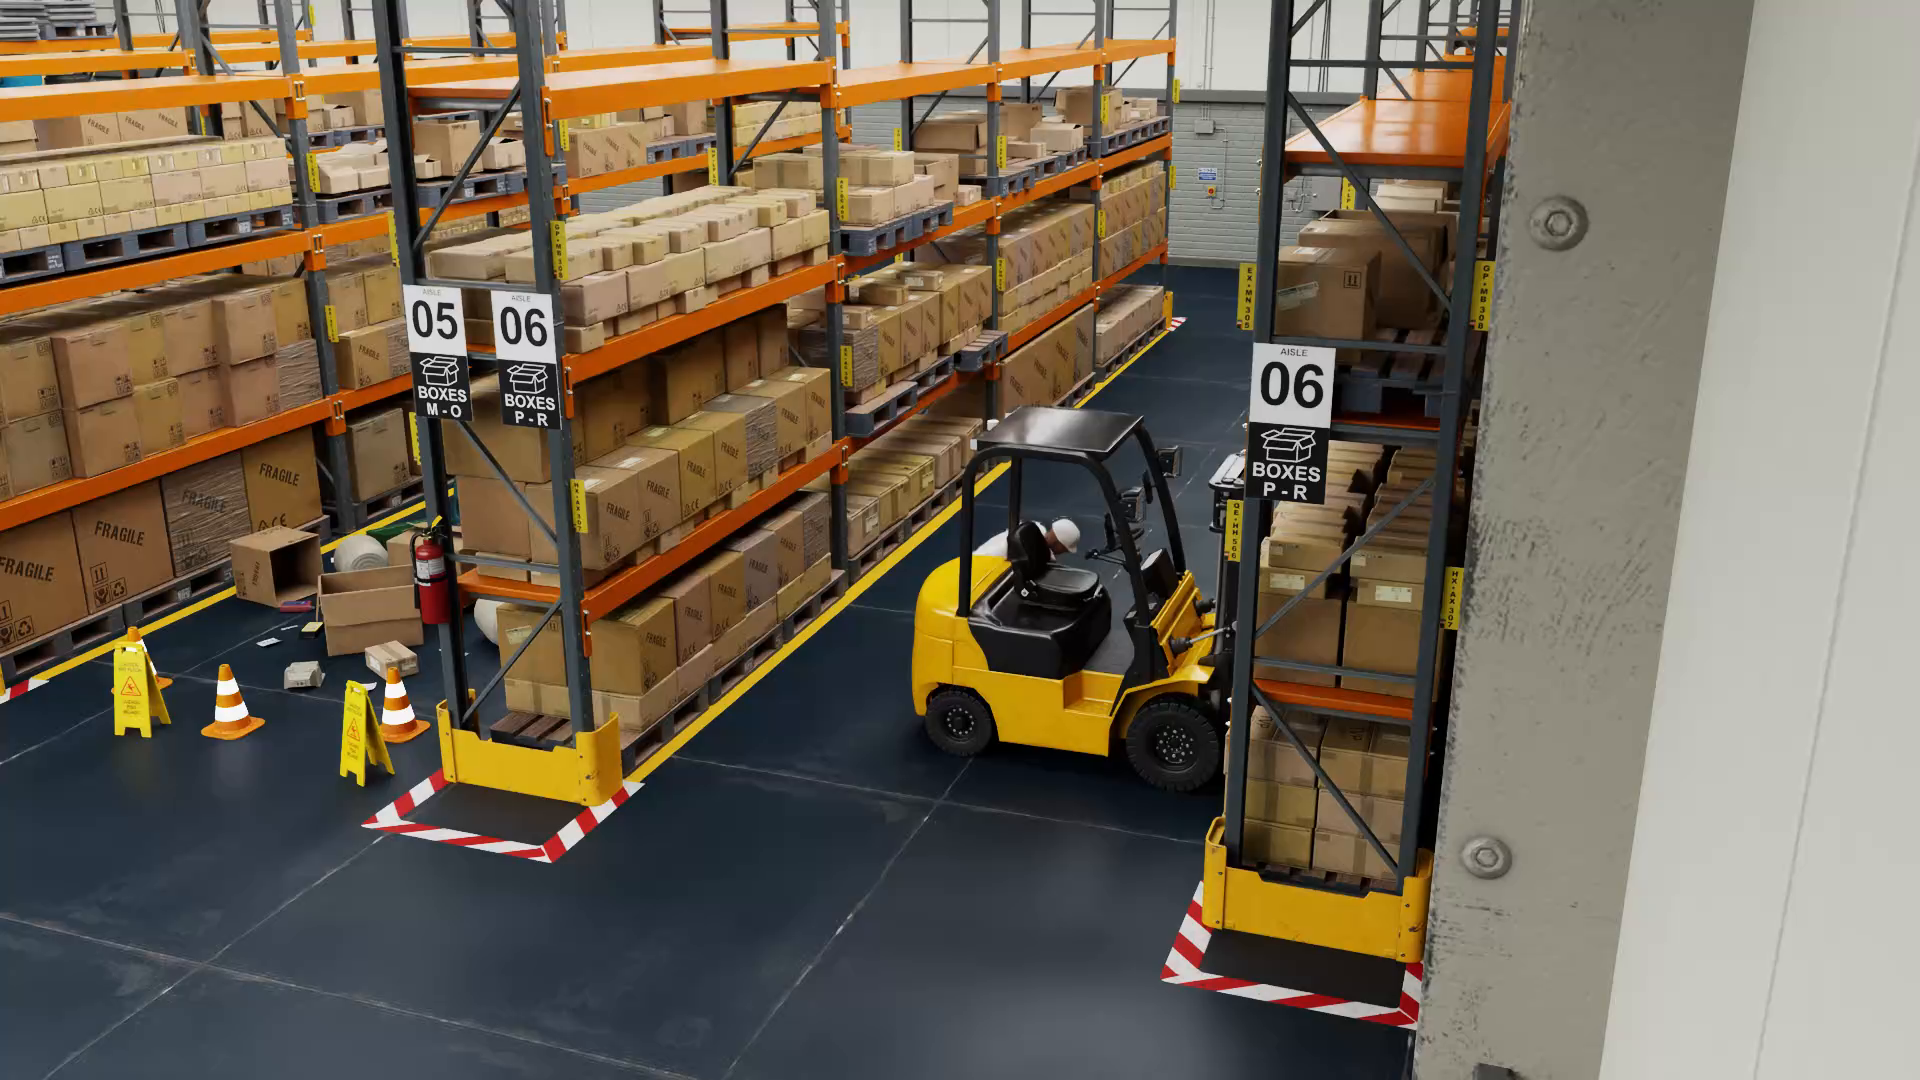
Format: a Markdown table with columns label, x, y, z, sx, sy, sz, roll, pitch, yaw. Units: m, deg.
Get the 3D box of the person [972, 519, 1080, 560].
| label | x | y | z | sx | sy | sz | roll | pitch | yaw |
| --- | --- | --- | --- | --- | --- | --- | --- | --- | --- |
| person | 0.480 | 0.288 | 12.887 | 0.894 | 0.994 | 0.584 | 6 | 20 | 18 |
